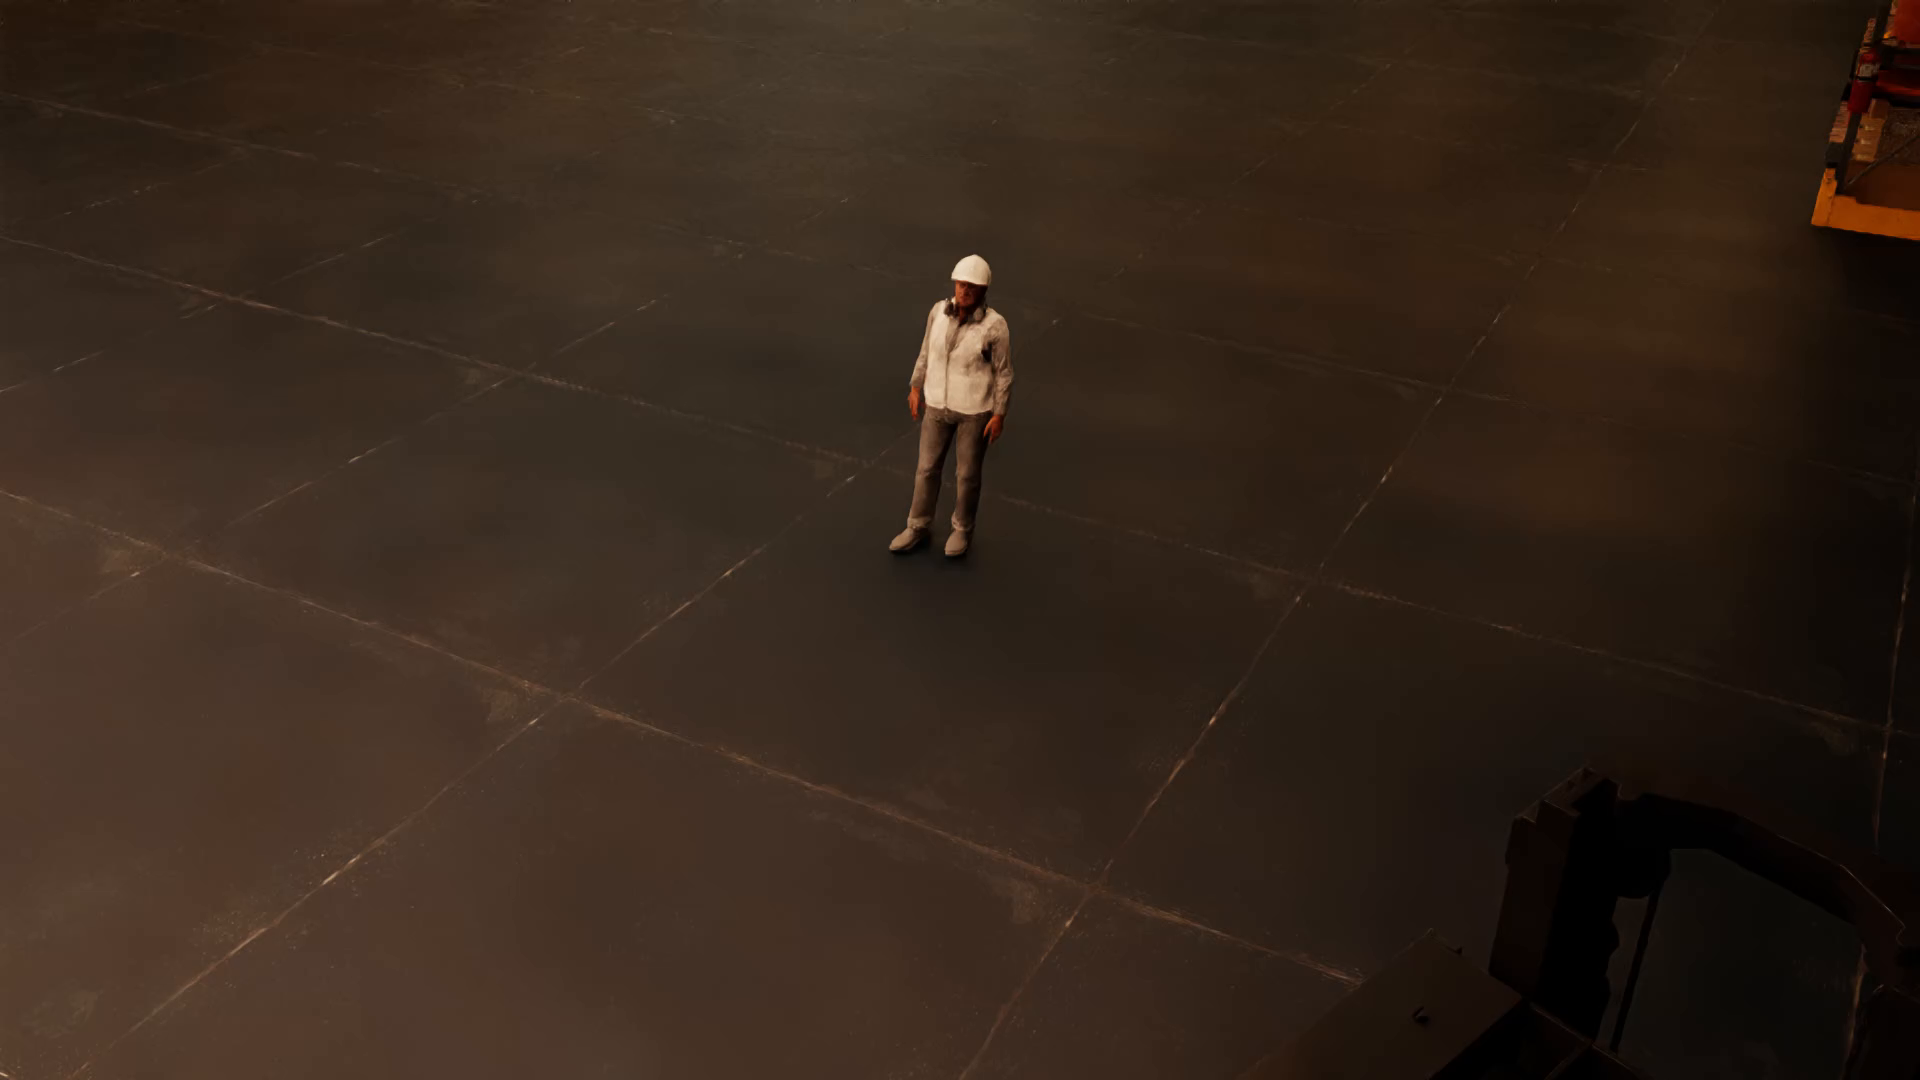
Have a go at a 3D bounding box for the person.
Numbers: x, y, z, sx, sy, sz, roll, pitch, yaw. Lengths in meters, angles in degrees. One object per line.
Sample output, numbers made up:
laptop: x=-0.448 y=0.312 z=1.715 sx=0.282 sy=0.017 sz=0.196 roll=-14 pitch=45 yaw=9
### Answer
person: x=-0.037 y=-0.749 z=9.512 sx=0.632 sy=1.773 sz=0.567 roll=15 pitch=33 yaw=25

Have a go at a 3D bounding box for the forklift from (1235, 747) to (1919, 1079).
forklift: x=1.136 y=2.026 z=3.560 sx=3.031 sy=2.935 sz=1.130 roll=-24 pitch=37 yaw=-35
